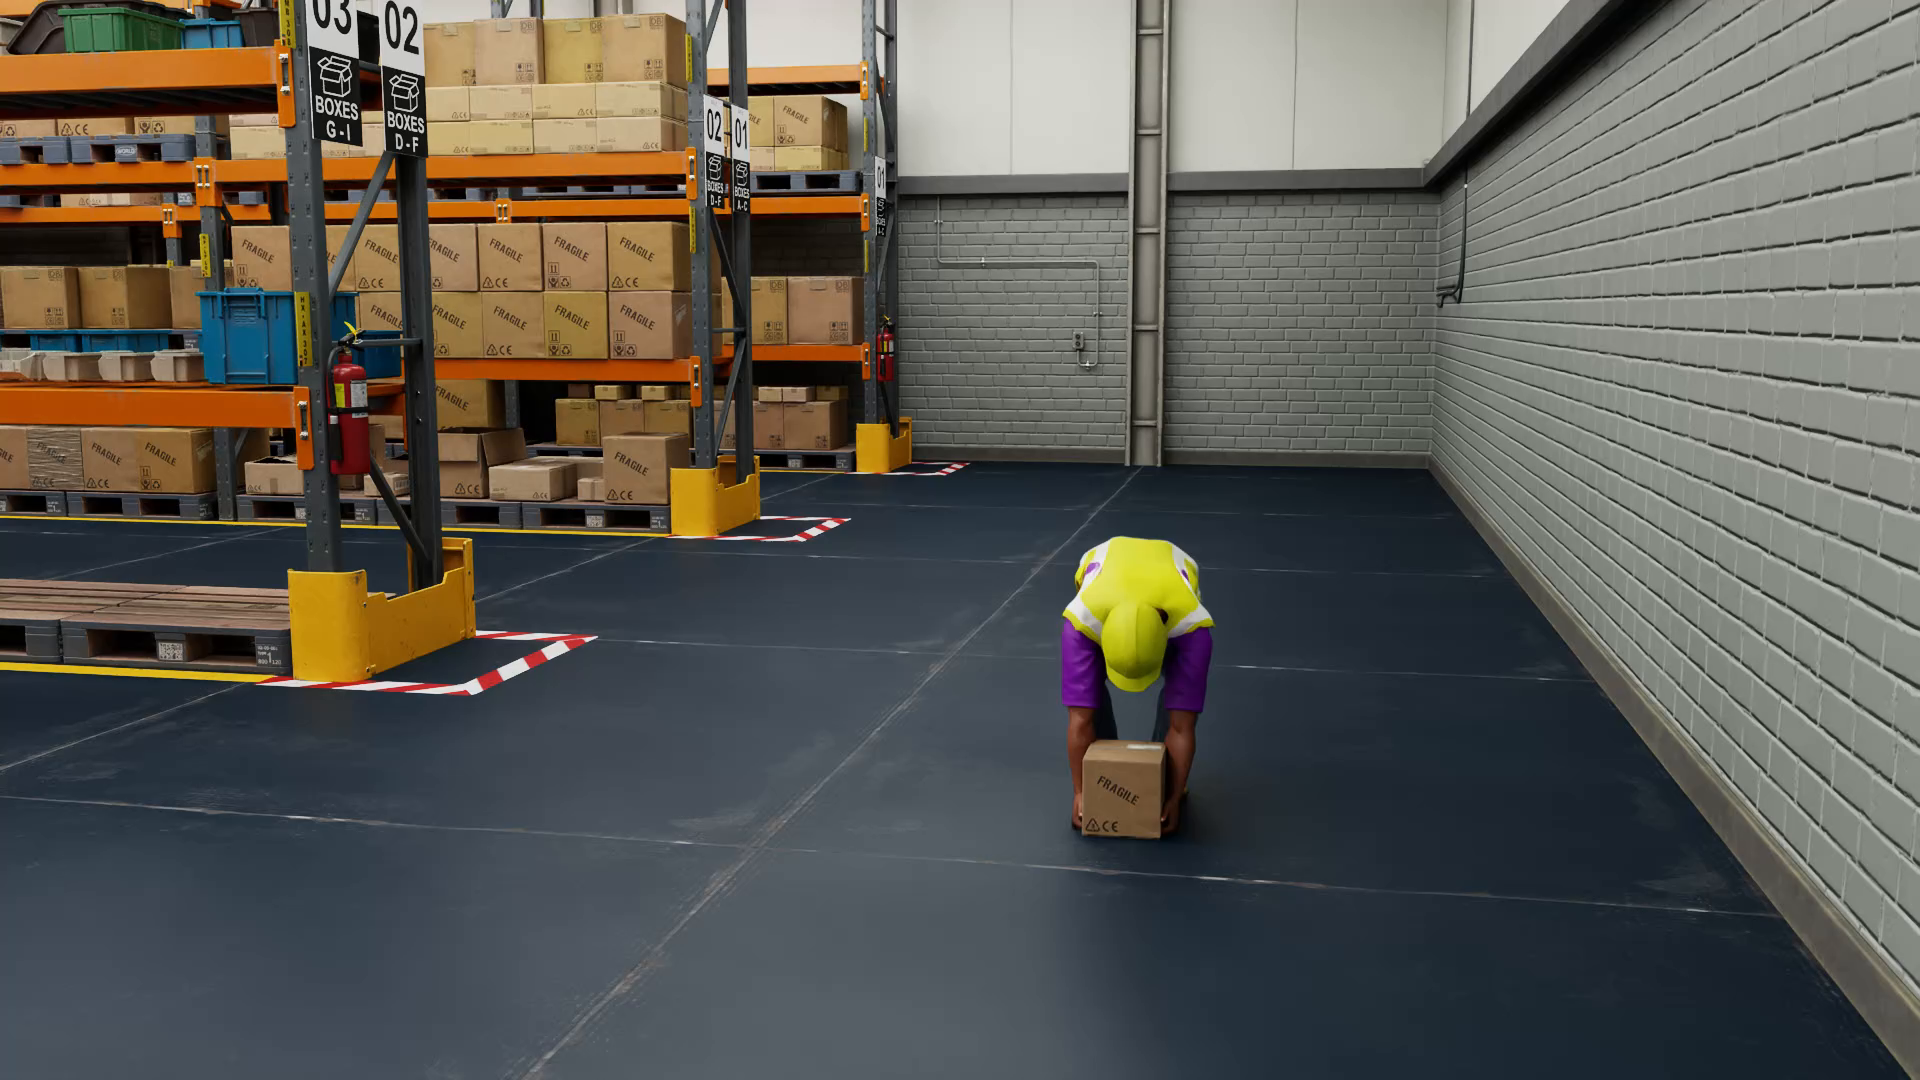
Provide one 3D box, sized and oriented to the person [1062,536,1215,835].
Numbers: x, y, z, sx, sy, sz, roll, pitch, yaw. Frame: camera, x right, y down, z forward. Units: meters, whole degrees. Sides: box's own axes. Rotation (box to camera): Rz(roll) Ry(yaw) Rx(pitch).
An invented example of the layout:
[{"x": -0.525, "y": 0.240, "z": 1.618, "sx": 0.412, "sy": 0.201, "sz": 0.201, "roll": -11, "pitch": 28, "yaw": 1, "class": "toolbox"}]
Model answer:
[{"x": 0.602, "y": 0.463, "z": 5.639, "sx": 0.514, "sy": 0.897, "sz": 0.978, "roll": 1, "pitch": 8, "yaw": 9, "class": "person"}]
